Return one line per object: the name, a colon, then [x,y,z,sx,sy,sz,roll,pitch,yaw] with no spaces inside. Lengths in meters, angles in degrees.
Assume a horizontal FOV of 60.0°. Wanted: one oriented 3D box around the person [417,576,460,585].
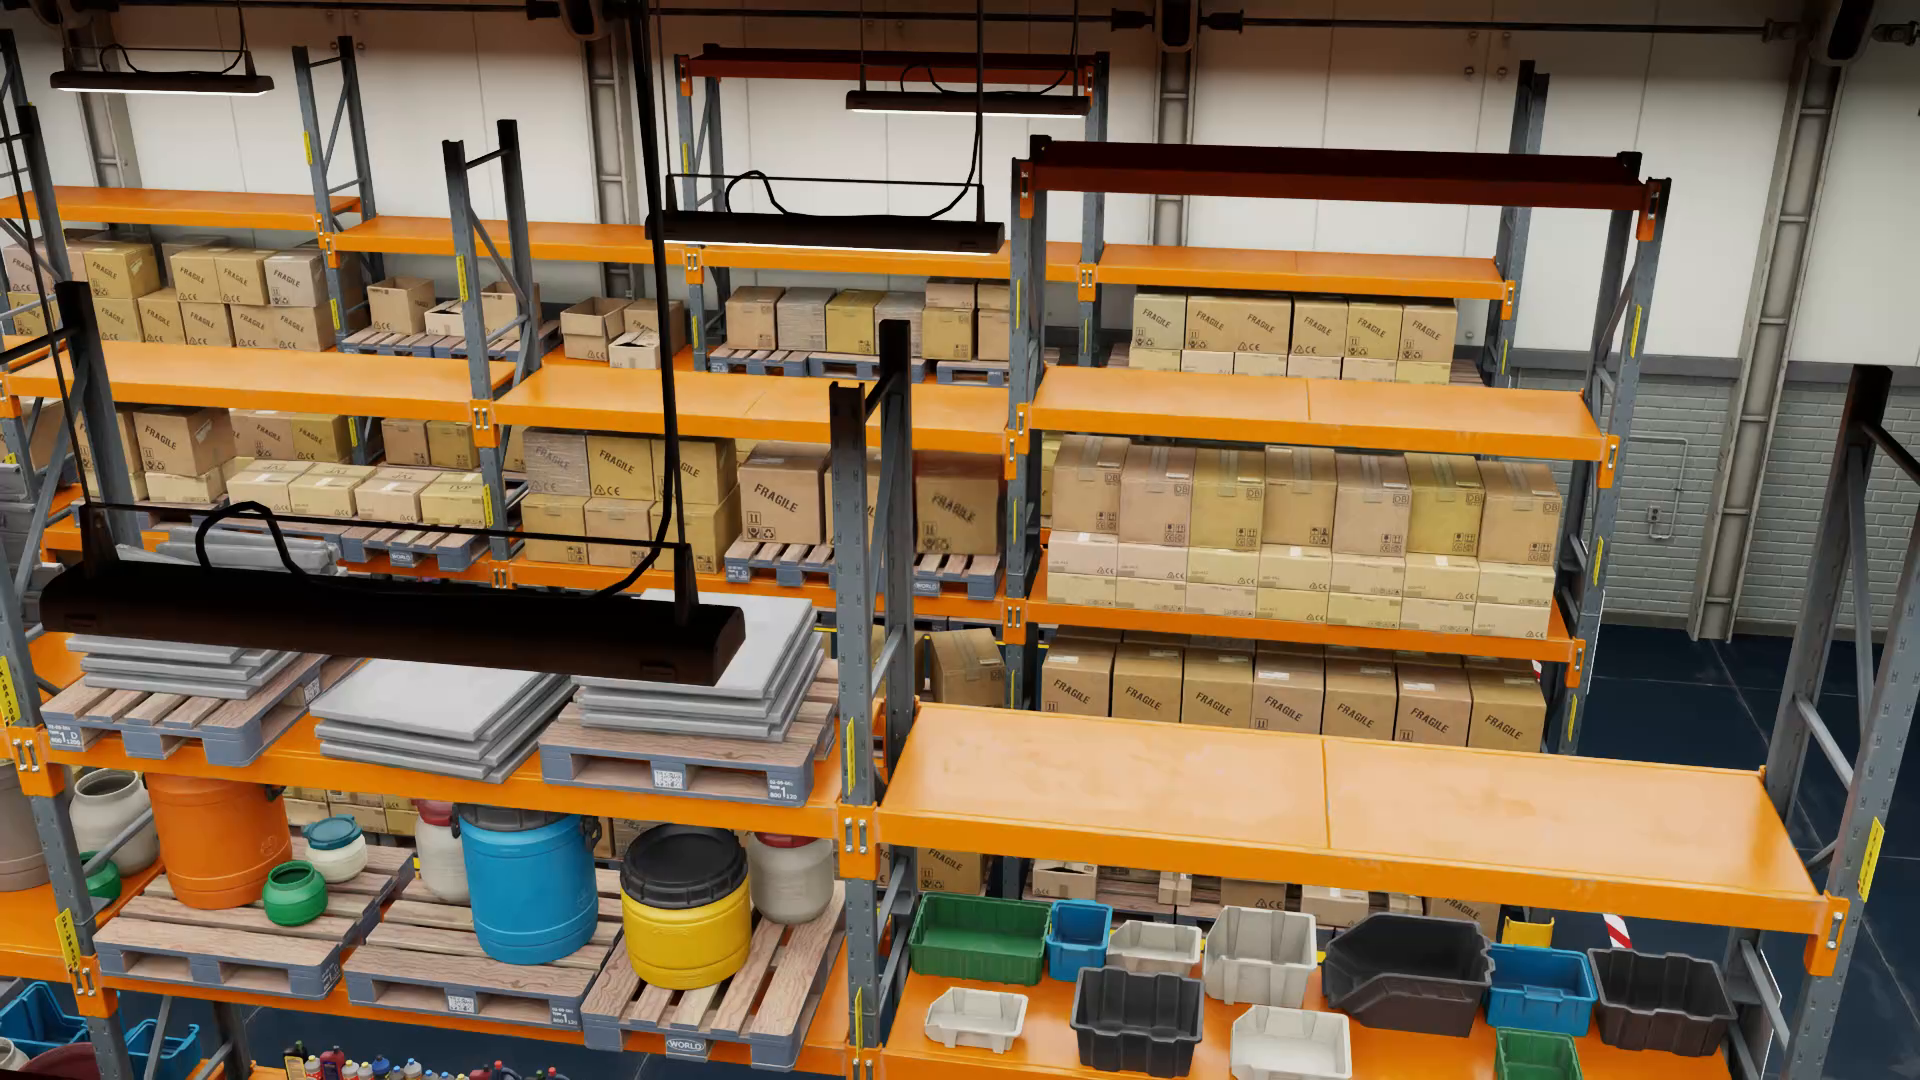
person: [-5.487,0.386,17.421,0.514,1.607,0.431,9,25,20]
